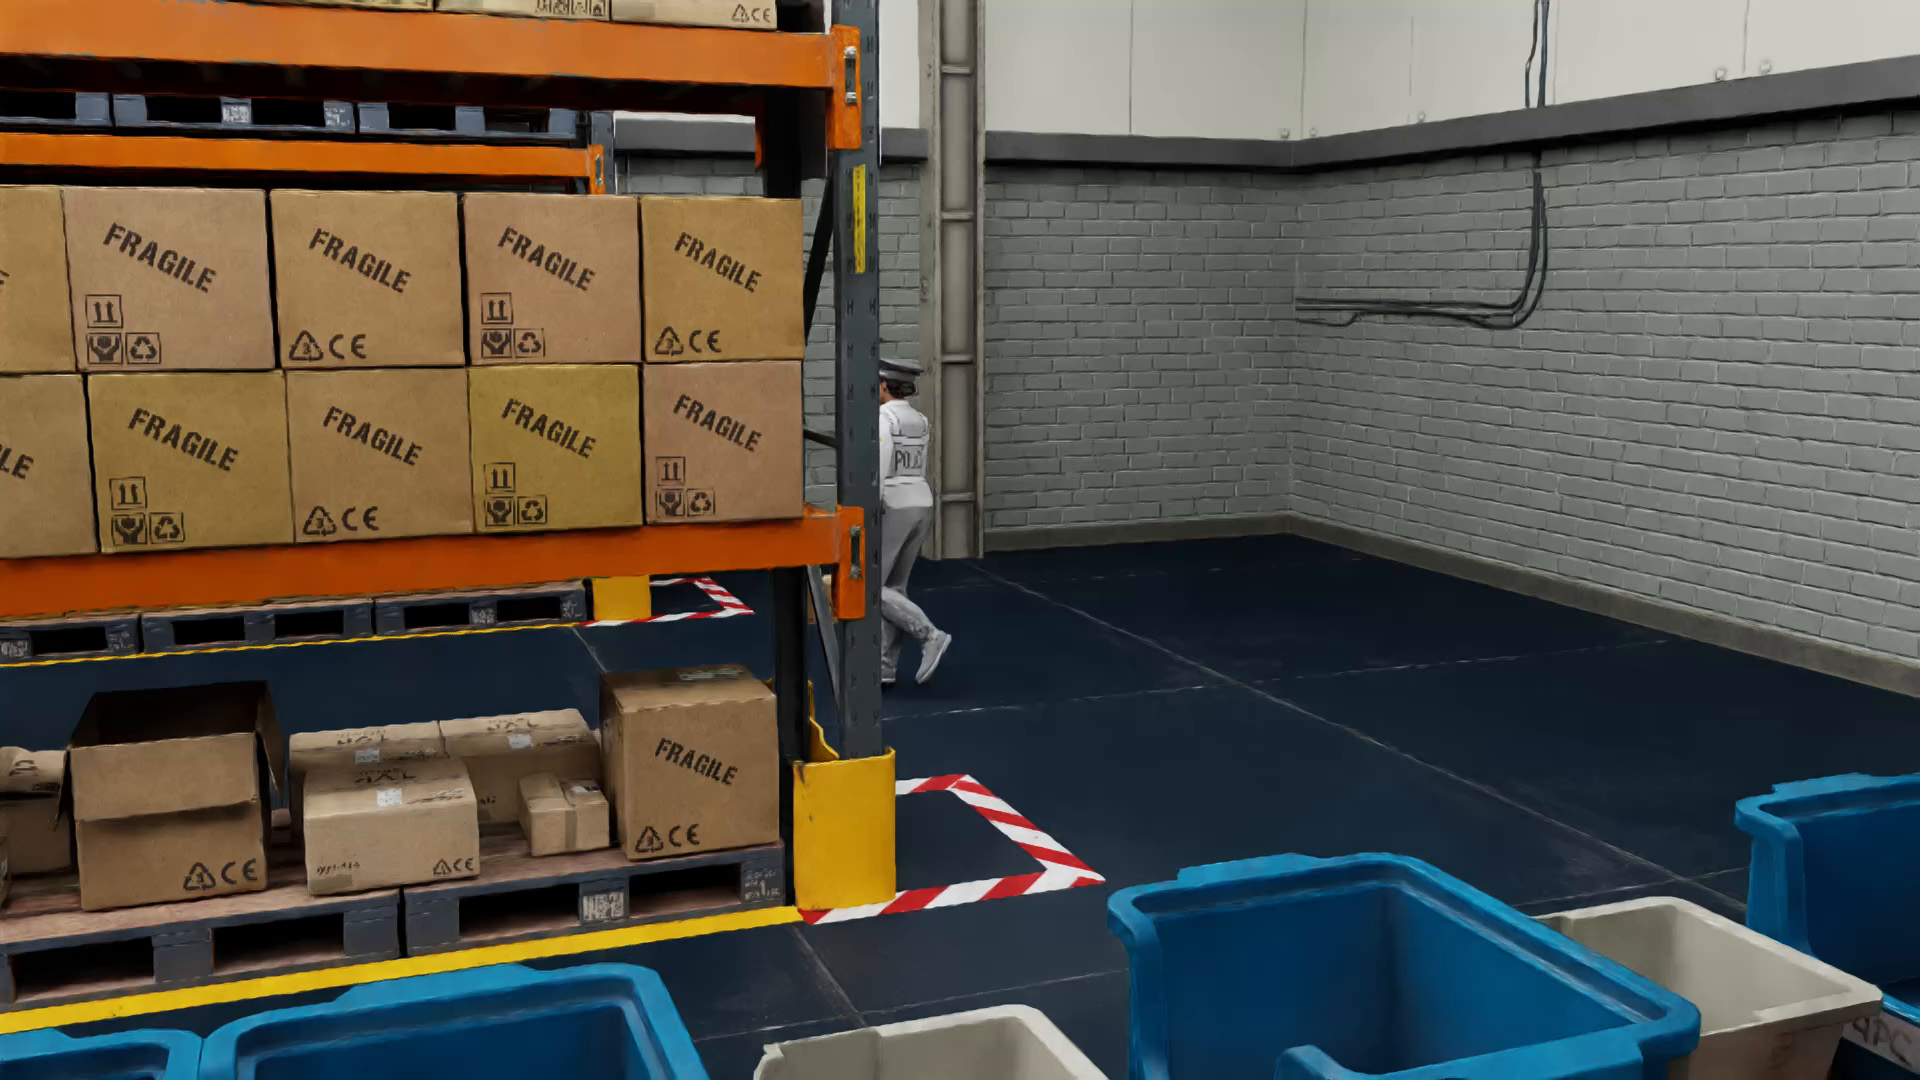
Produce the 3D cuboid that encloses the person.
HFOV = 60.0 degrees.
[{"bbox_3d":[-0.255,-0.092,8.350,0.631,1.640,0.513,6,11,32],"label":"person"}]
